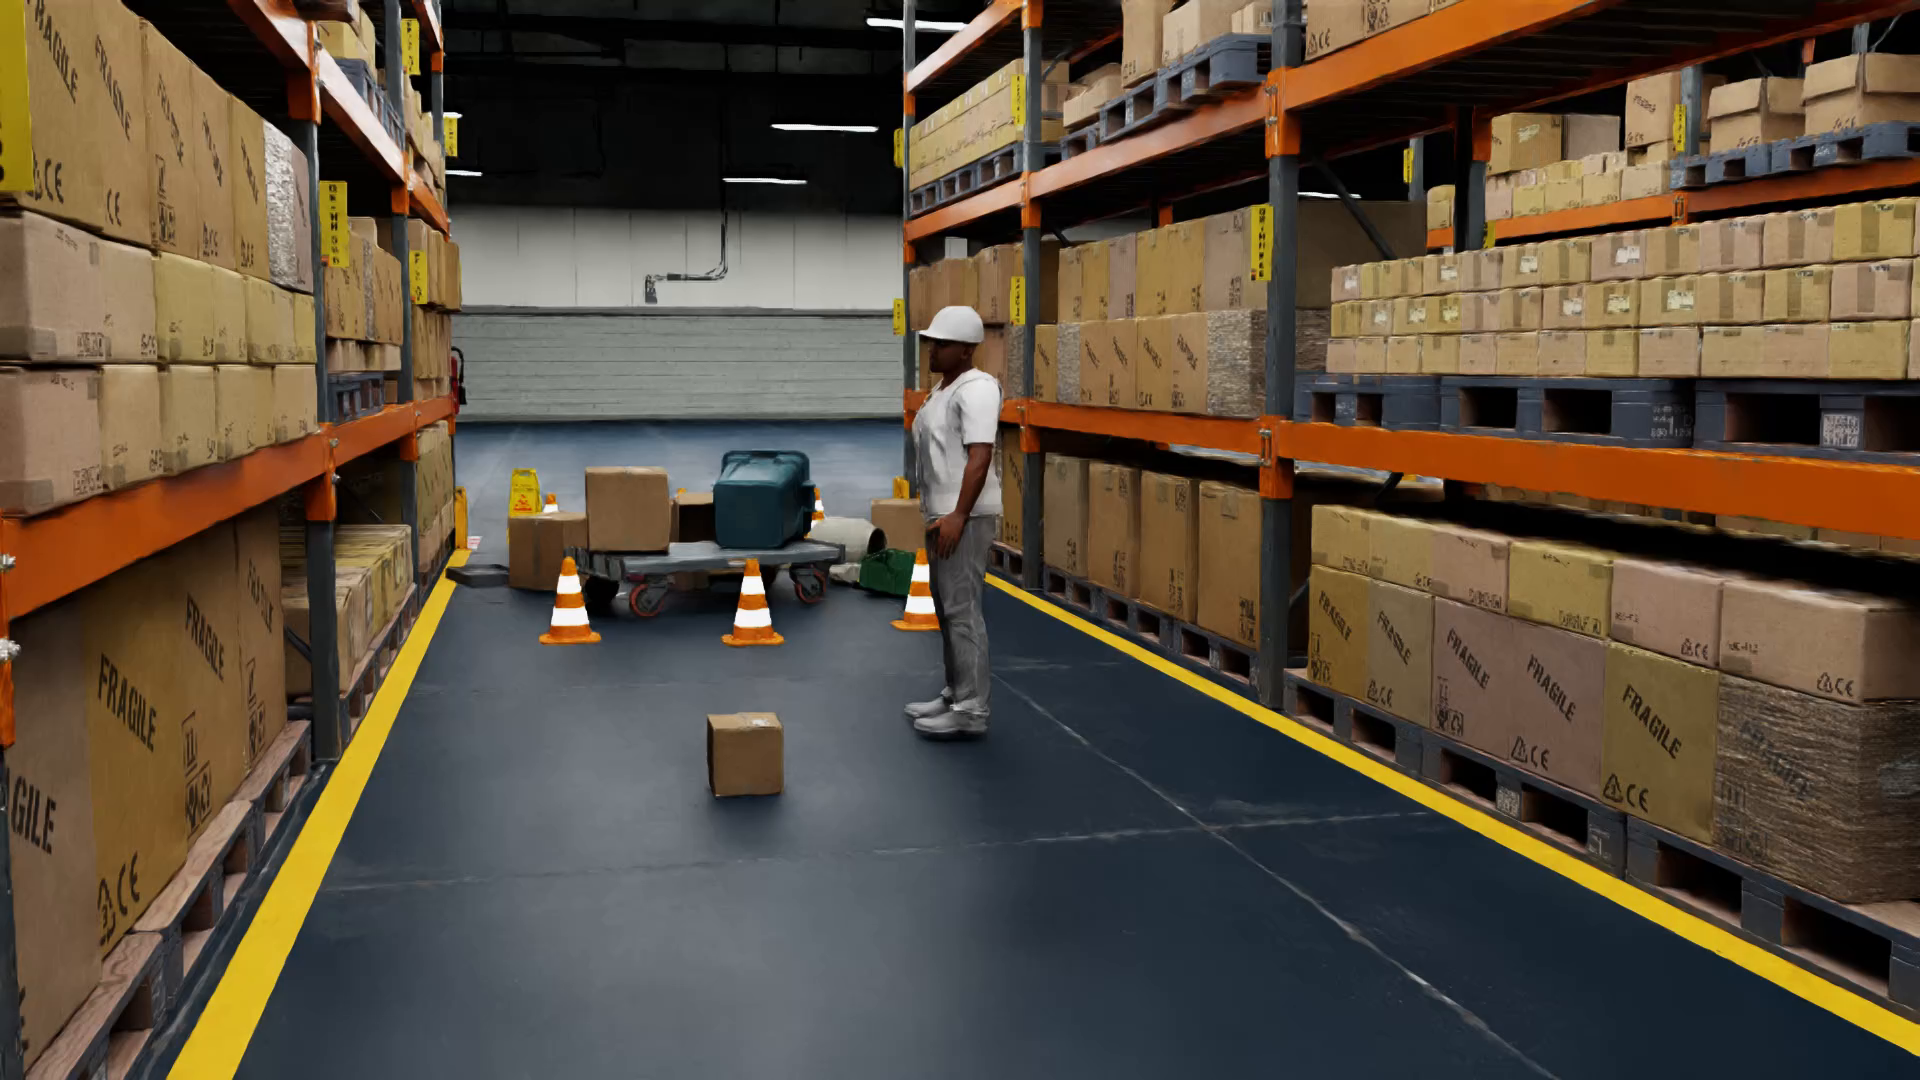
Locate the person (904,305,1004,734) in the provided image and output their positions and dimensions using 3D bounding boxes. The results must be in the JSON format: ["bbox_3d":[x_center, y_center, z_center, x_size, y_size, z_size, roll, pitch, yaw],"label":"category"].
[{"bbox_3d":[-0.033,-0.087,6.946,0.388,1.771,0.613,-2,6,-16],"label":"person"}]
